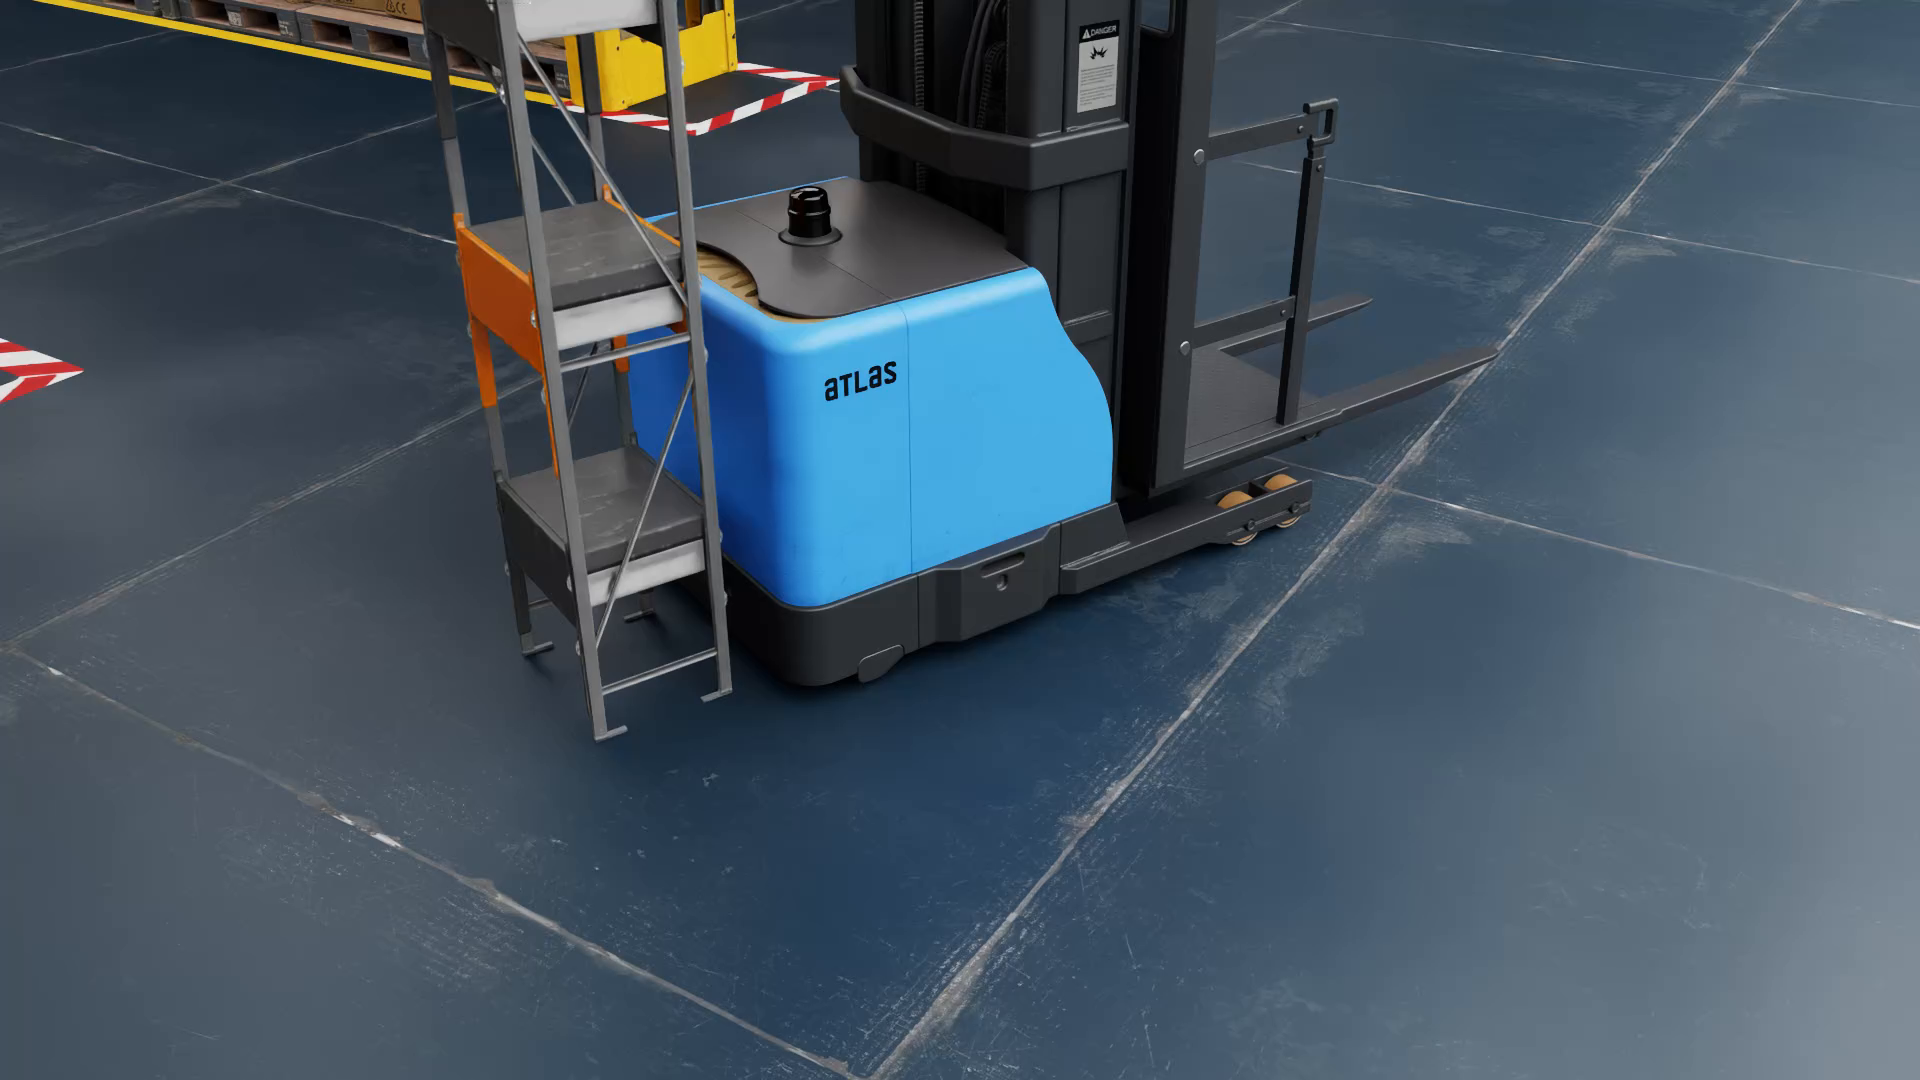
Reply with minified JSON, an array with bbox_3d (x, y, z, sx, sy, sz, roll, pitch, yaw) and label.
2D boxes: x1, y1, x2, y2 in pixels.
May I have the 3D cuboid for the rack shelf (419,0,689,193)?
[{"bbox_3d":[-0.925,-1.133,3.744,0.431,0.518,0.480,-19,35,-30],"label":"rack shelf"}]

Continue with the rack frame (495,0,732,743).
[{"bbox_3d":[-0.787,-0.439,3.916,0.400,2.100,0.015,-19,35,-30],"label":"rack frame"}]

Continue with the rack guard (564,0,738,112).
[{"bbox_3d":[-1.796,-2.918,9.756,0.348,0.500,1.175,18,35,27],"label":"rack guard"}]

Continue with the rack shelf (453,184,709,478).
[{"bbox_3d":[-0.926,-0.528,4.095,0.431,0.518,0.480,-19,35,-30],"label":"rack shelf"}]

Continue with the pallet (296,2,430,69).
[{"bbox_3d":[-3.495,-3.353,10.788,1.213,0.211,1.003,18,35,27],"label":"pallet"}]

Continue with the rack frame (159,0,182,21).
[{"bbox_3d":[-5.120,-5.049,10.928,0.127,3.000,1.000,18,35,27],"label":"rack frame"}]

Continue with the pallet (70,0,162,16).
[{"bbox_3d":[-5.780,-4.052,11.987,1.213,0.211,1.003,18,35,27],"label":"pallet"}]

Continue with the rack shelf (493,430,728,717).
[{"bbox_3d":[-0.928,0.078,4.446,0.431,0.518,0.480,-19,35,-30],"label":"rack shelf"}]

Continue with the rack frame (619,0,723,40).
[{"bbox_3d":[-1.732,-3.977,9.091,0.127,3.000,1.000,18,35,27],"label":"rack frame"}]

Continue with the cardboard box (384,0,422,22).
[{"bbox_3d":[-3.296,-3.575,10.465,0.500,0.500,0.500,21,36,32],"label":"cardboard box"}]

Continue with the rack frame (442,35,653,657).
[{"bbox_3d":[-1.066,-0.640,4.262,0.400,2.100,0.015,-19,35,-30],"label":"rack frame"}]

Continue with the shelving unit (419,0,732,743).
[{"bbox_3d":[-0.926,-0.539,4.089,0.431,2.100,0.503,-19,35,-30],"label":"shelving unit"}]

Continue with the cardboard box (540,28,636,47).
[{"bbox_3d":[-2.252,-3.254,9.914,0.500,0.500,0.500,25,39,36],"label":"cardboard box"}]

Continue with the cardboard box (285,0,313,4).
[{"bbox_3d":[-4.313,-3.876,10.981,0.500,0.500,0.500,-23,37,-33],"label":"cardboard box"}]

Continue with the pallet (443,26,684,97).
[{"bbox_3d":[-2.465,-3.026,10.227,1.213,0.211,1.003,18,35,27],"label":"pallet"}]

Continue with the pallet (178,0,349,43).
[{"bbox_3d":[-4.532,-3.680,11.348,1.213,0.211,1.003,18,35,27],"label":"pallet"}]

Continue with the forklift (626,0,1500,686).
[{"bbox_3d":[0.512,-1.448,4.823,3.031,2.935,1.130,-20,36,-30],"label":"forklift"}]

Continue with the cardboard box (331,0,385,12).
[{"bbox_3d":[-3.745,-3.743,10.754,0.500,0.500,0.500,14,33,23],"label":"cardboard box"}]
